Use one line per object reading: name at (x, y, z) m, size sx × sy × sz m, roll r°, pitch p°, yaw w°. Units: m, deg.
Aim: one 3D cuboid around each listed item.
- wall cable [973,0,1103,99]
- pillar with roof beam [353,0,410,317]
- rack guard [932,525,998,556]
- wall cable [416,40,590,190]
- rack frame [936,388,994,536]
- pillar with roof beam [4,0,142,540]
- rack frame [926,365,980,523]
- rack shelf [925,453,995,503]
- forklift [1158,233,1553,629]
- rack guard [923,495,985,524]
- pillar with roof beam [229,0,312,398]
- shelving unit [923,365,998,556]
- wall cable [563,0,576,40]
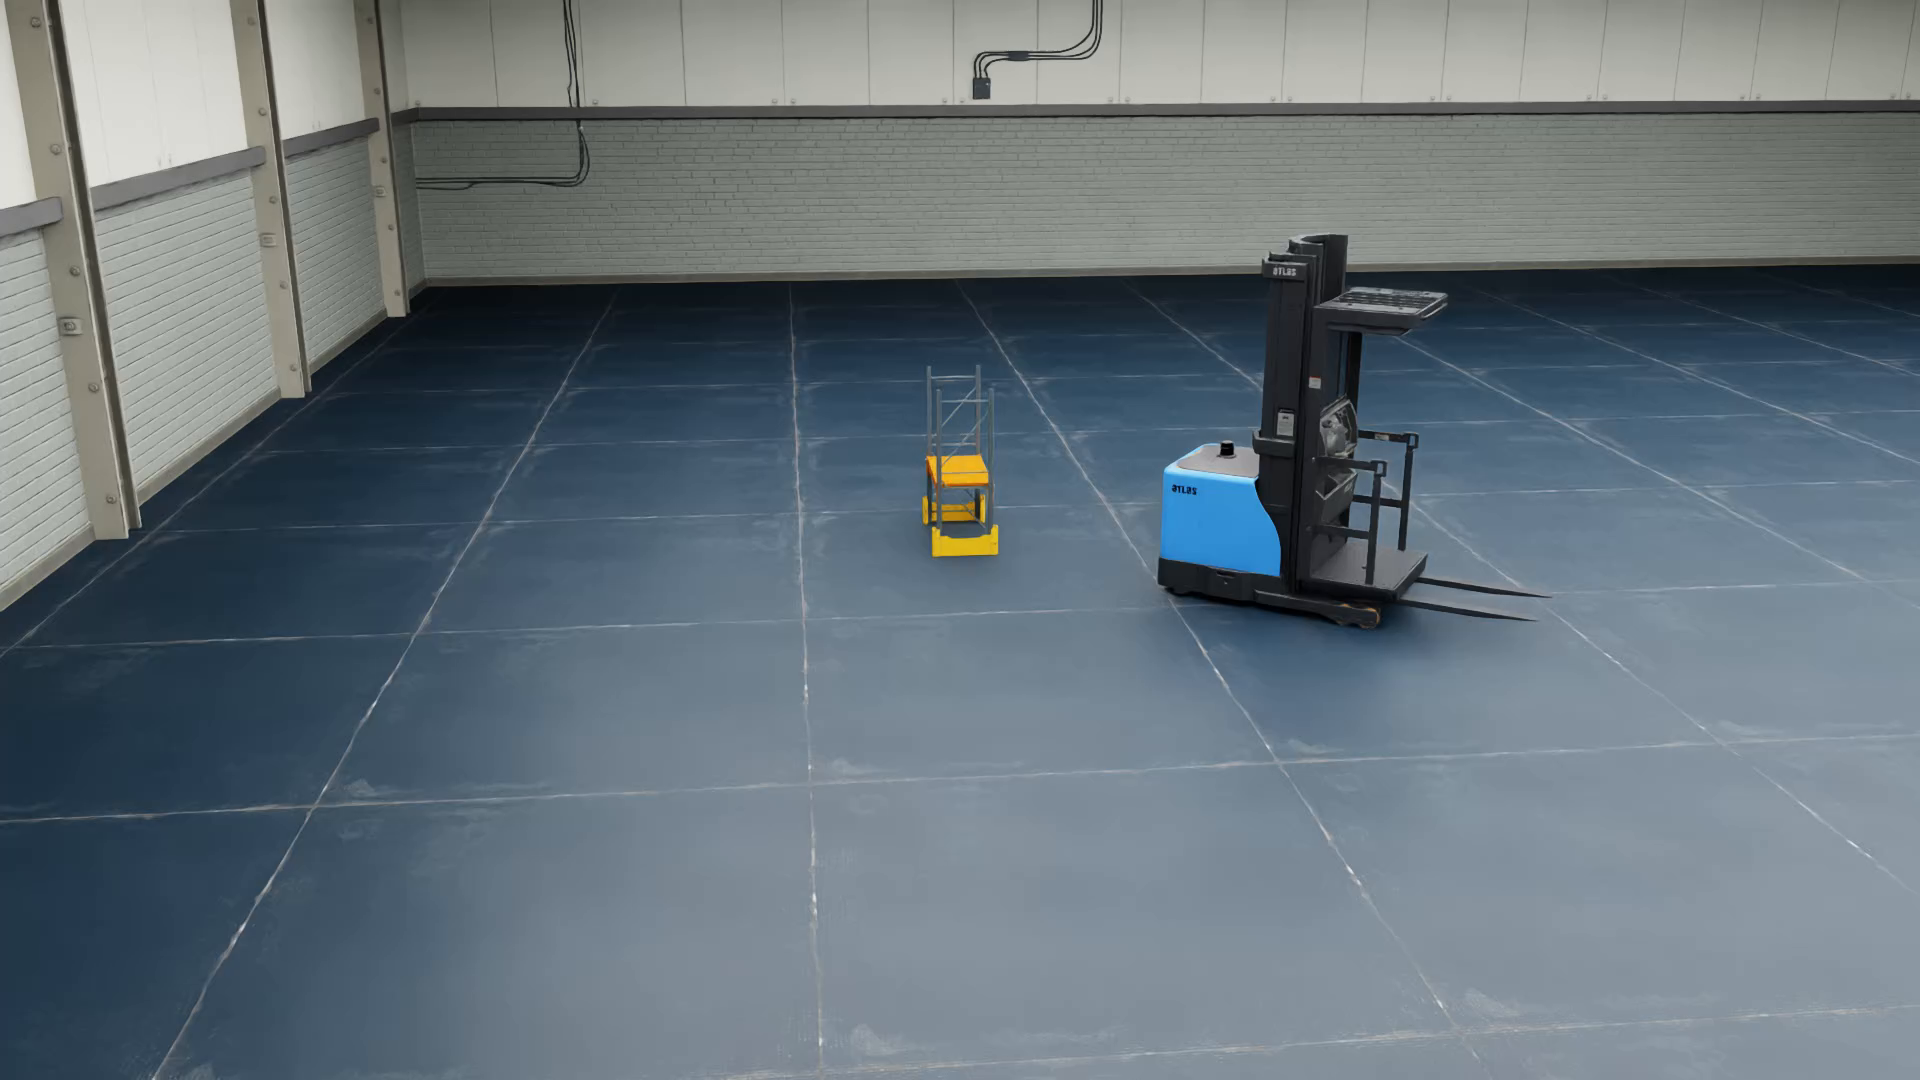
wall cable at (1.383, -10.764, 28.835) m, size 2.305 × 6.003 × 0.169 m, roll -2°, pitch 18°, yaw -6°
pillar with roof beam at (-4.791, -8.067, 25.923) m, size 9.100 × 9.000 × 0.400 m, roll -2°, pitch 18°, yaw -6°
rack guard at (0.044, 0.006, 14.812) m, size 0.587 × 0.250 × 0.087 m, roll -2°, pitch 18°, yaw -6°
wall cable at (-8.062, -7.371, 28.890) m, size 3.097 × 2.526 × 0.112 m, roll -2°, pitch 18°, yaw -6°
rack frame at (0.044, -0.590, 14.624) m, size 0.500 × 1.500 × 0.032 m, roll -2°, pitch 18°, yaw -6°
pillar with roof beam at (-3.553, -4.492, 14.535) m, size 9.100 × 9.000 × 0.400 m, roll -2°, pitch 18°, yaw -6°
rack frame at (-0.061, -0.892, 15.589) m, size 0.500 × 1.500 × 0.032 m, roll -2°, pitch 18°, yaw -6°
rack shelf at (-0.009, -0.569, 15.160) m, size 0.538 × 0.185 × 1.000 m, roll -2°, pitch 18°, yaw -6°
forklift at (3.192, -0.880, 13.161) m, size 3.031 × 2.935 × 1.130 m, roll 9°, pitch 20°, yaw 27°
rack guard at (-0.059, -0.290, 15.758) m, size 0.587 × 0.250 × 0.087 m, roll -2°, pitch 18°, yaw -6°
pillar with roof beam at (-4.172, -6.280, 20.229) m, size 9.100 × 9.000 × 0.400 m, roll -2°, pitch 18°, yaw -6°
shelving unit at (-0.008, -0.738, 15.098) m, size 0.587 × 1.500 × 1.083 m, roll -2°, pitch 18°, yaw -6°
wall cable at (-5.371, -9.865, 28.400) m, size 3.097 × 2.526 × 0.112 m, roll -2°, pitch 18°, yaw -6°
